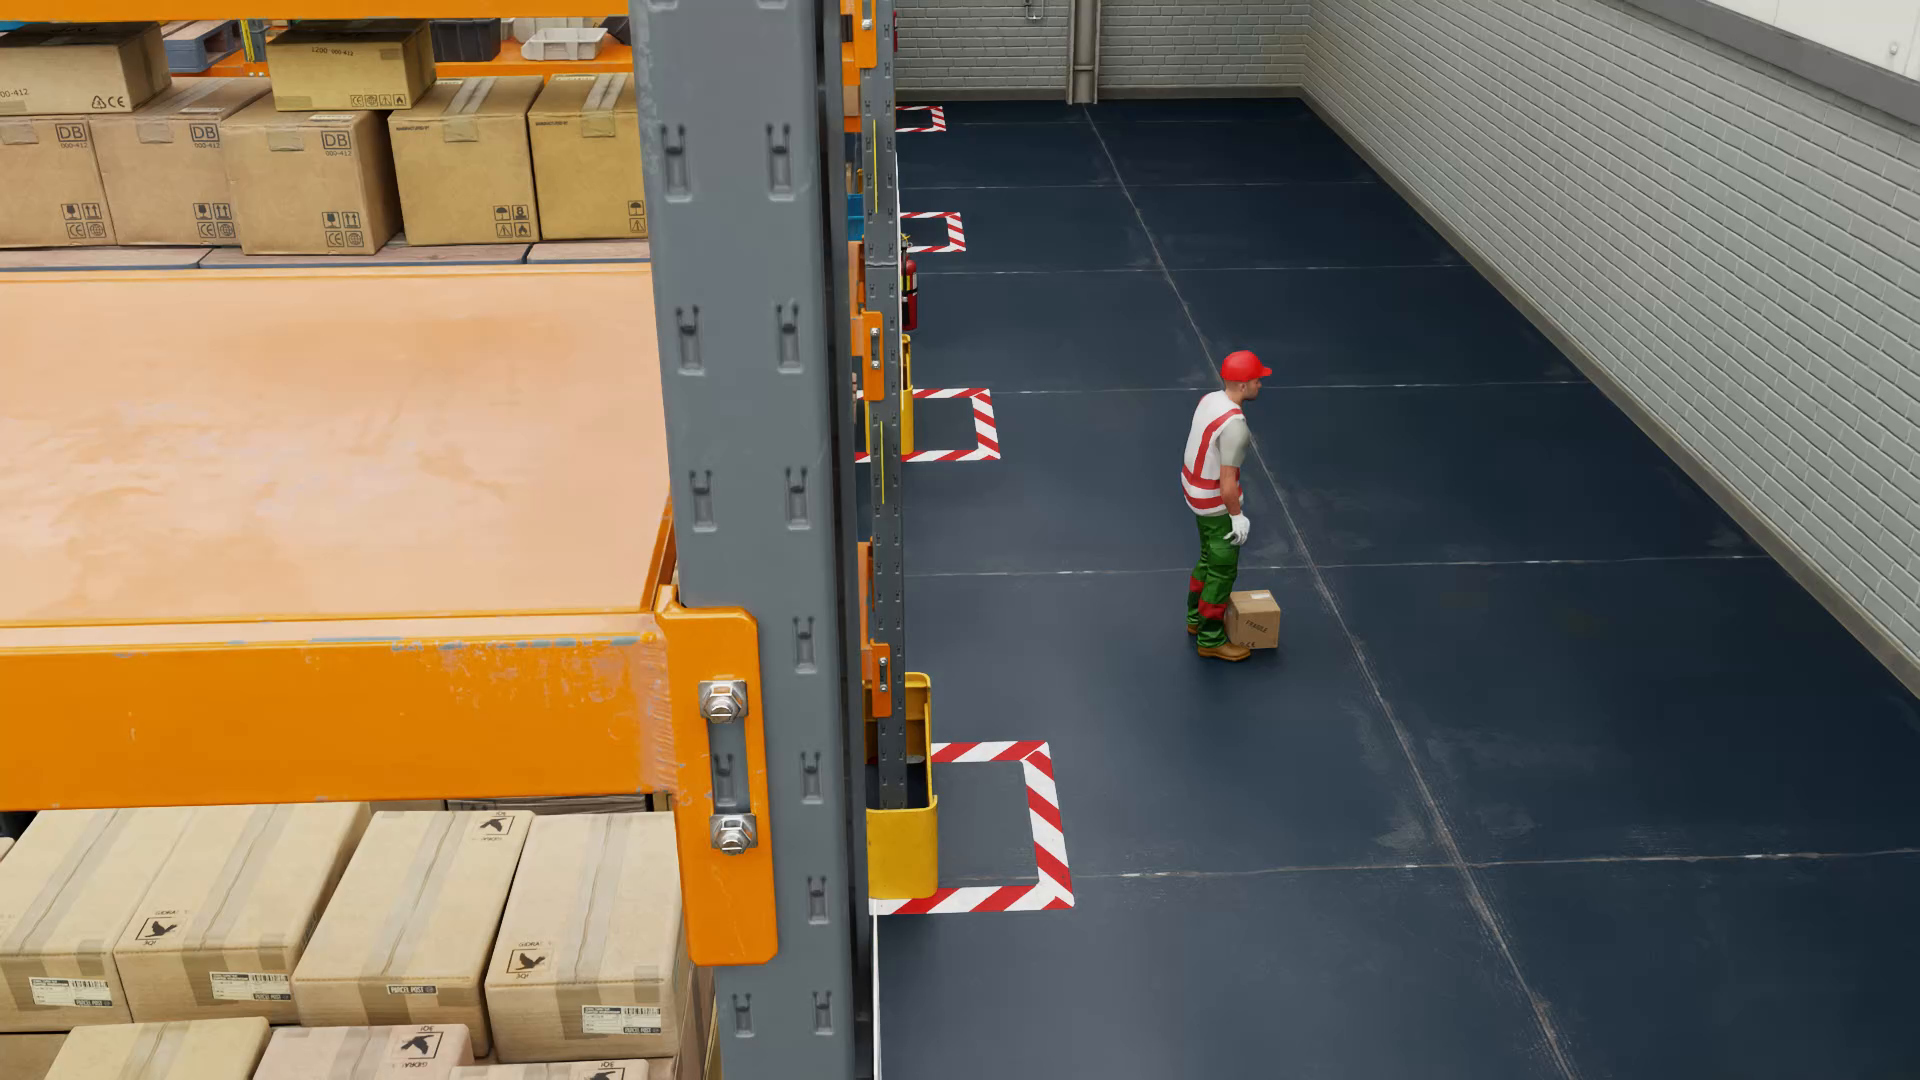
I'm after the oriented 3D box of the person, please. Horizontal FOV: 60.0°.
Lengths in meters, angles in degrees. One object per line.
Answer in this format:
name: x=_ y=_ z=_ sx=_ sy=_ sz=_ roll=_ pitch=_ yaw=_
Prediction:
person: x=1.481 y=-0.215 z=9.378 sx=0.445 sy=1.781 sz=0.621 roll=-3 pitch=27 yaw=-5
